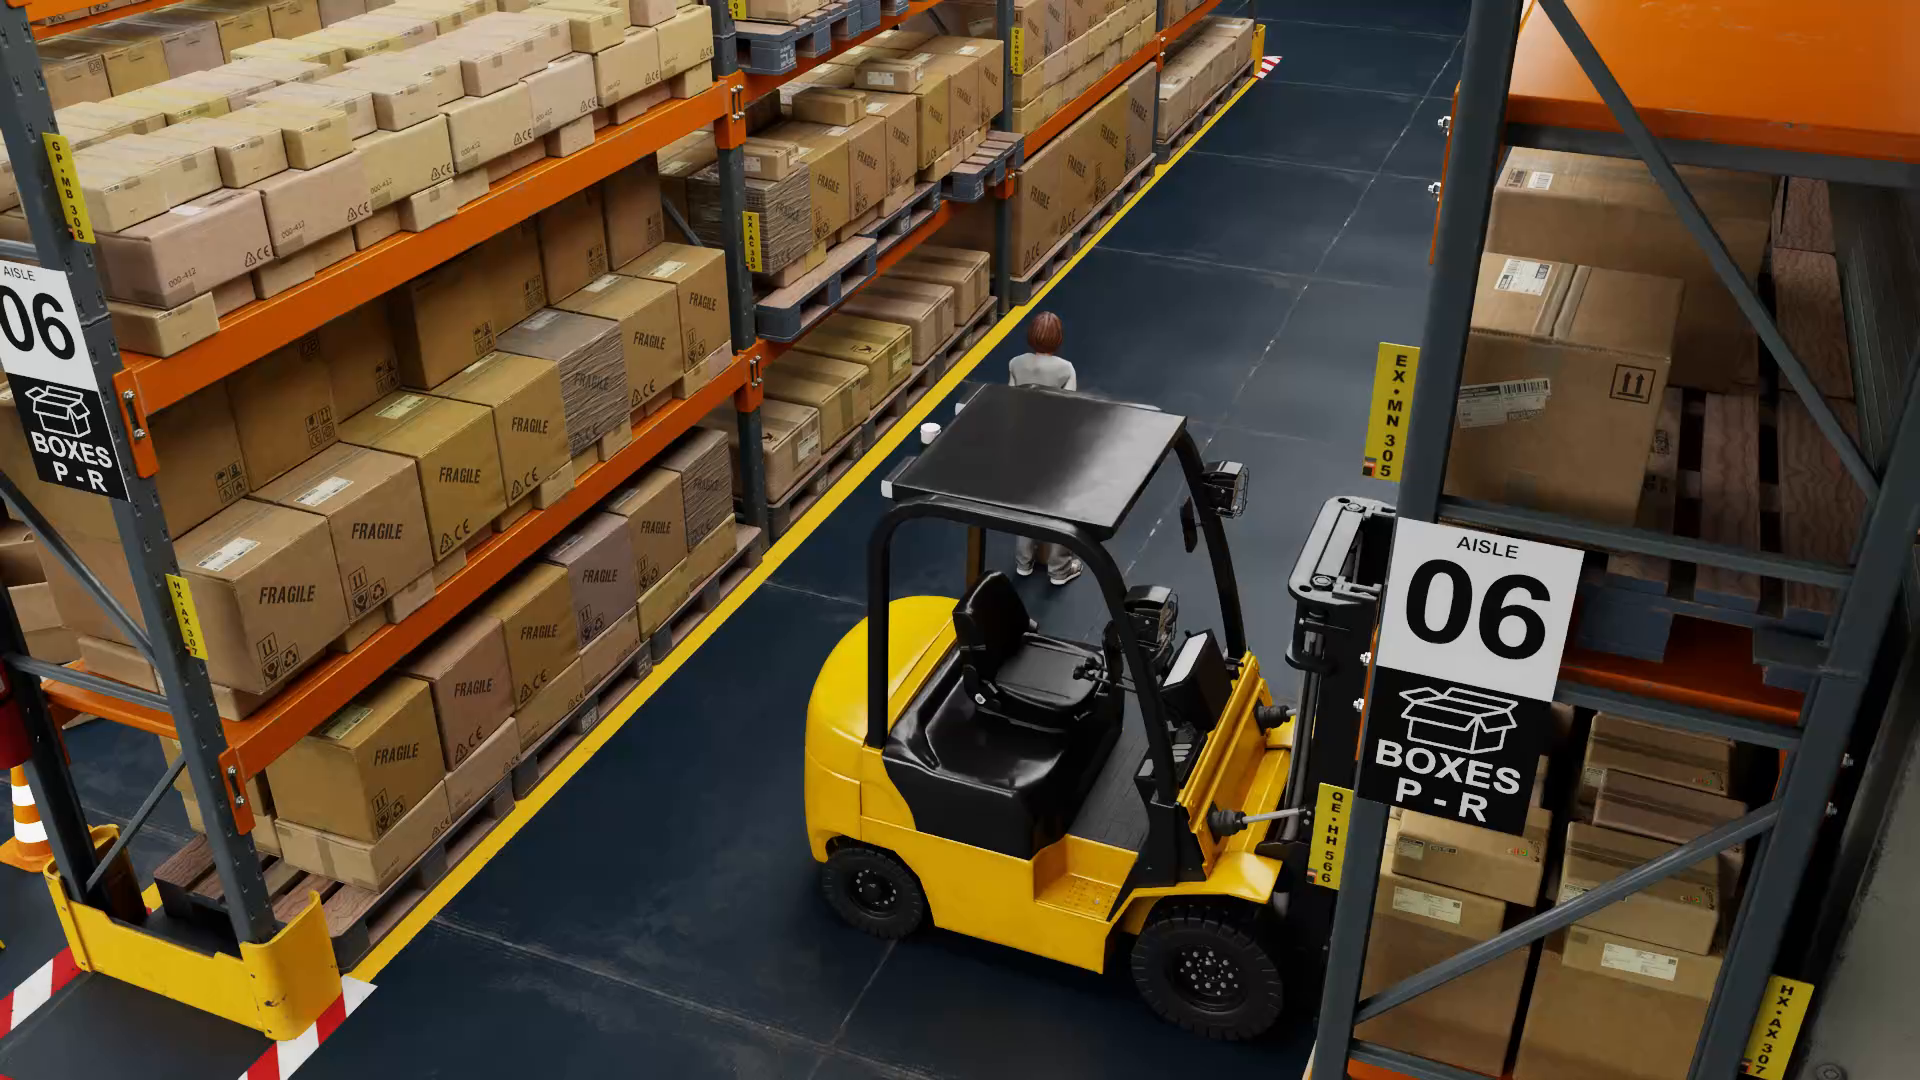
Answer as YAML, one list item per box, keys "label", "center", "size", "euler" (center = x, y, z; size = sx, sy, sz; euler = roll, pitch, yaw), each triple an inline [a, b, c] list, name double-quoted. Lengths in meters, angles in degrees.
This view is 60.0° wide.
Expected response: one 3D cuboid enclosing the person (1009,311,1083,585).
- label: "person"
  center: [0.458, -0.491, 9.257]
  size: [0.459, 1.581, 0.369]
  euler: [12, 32, 19]
